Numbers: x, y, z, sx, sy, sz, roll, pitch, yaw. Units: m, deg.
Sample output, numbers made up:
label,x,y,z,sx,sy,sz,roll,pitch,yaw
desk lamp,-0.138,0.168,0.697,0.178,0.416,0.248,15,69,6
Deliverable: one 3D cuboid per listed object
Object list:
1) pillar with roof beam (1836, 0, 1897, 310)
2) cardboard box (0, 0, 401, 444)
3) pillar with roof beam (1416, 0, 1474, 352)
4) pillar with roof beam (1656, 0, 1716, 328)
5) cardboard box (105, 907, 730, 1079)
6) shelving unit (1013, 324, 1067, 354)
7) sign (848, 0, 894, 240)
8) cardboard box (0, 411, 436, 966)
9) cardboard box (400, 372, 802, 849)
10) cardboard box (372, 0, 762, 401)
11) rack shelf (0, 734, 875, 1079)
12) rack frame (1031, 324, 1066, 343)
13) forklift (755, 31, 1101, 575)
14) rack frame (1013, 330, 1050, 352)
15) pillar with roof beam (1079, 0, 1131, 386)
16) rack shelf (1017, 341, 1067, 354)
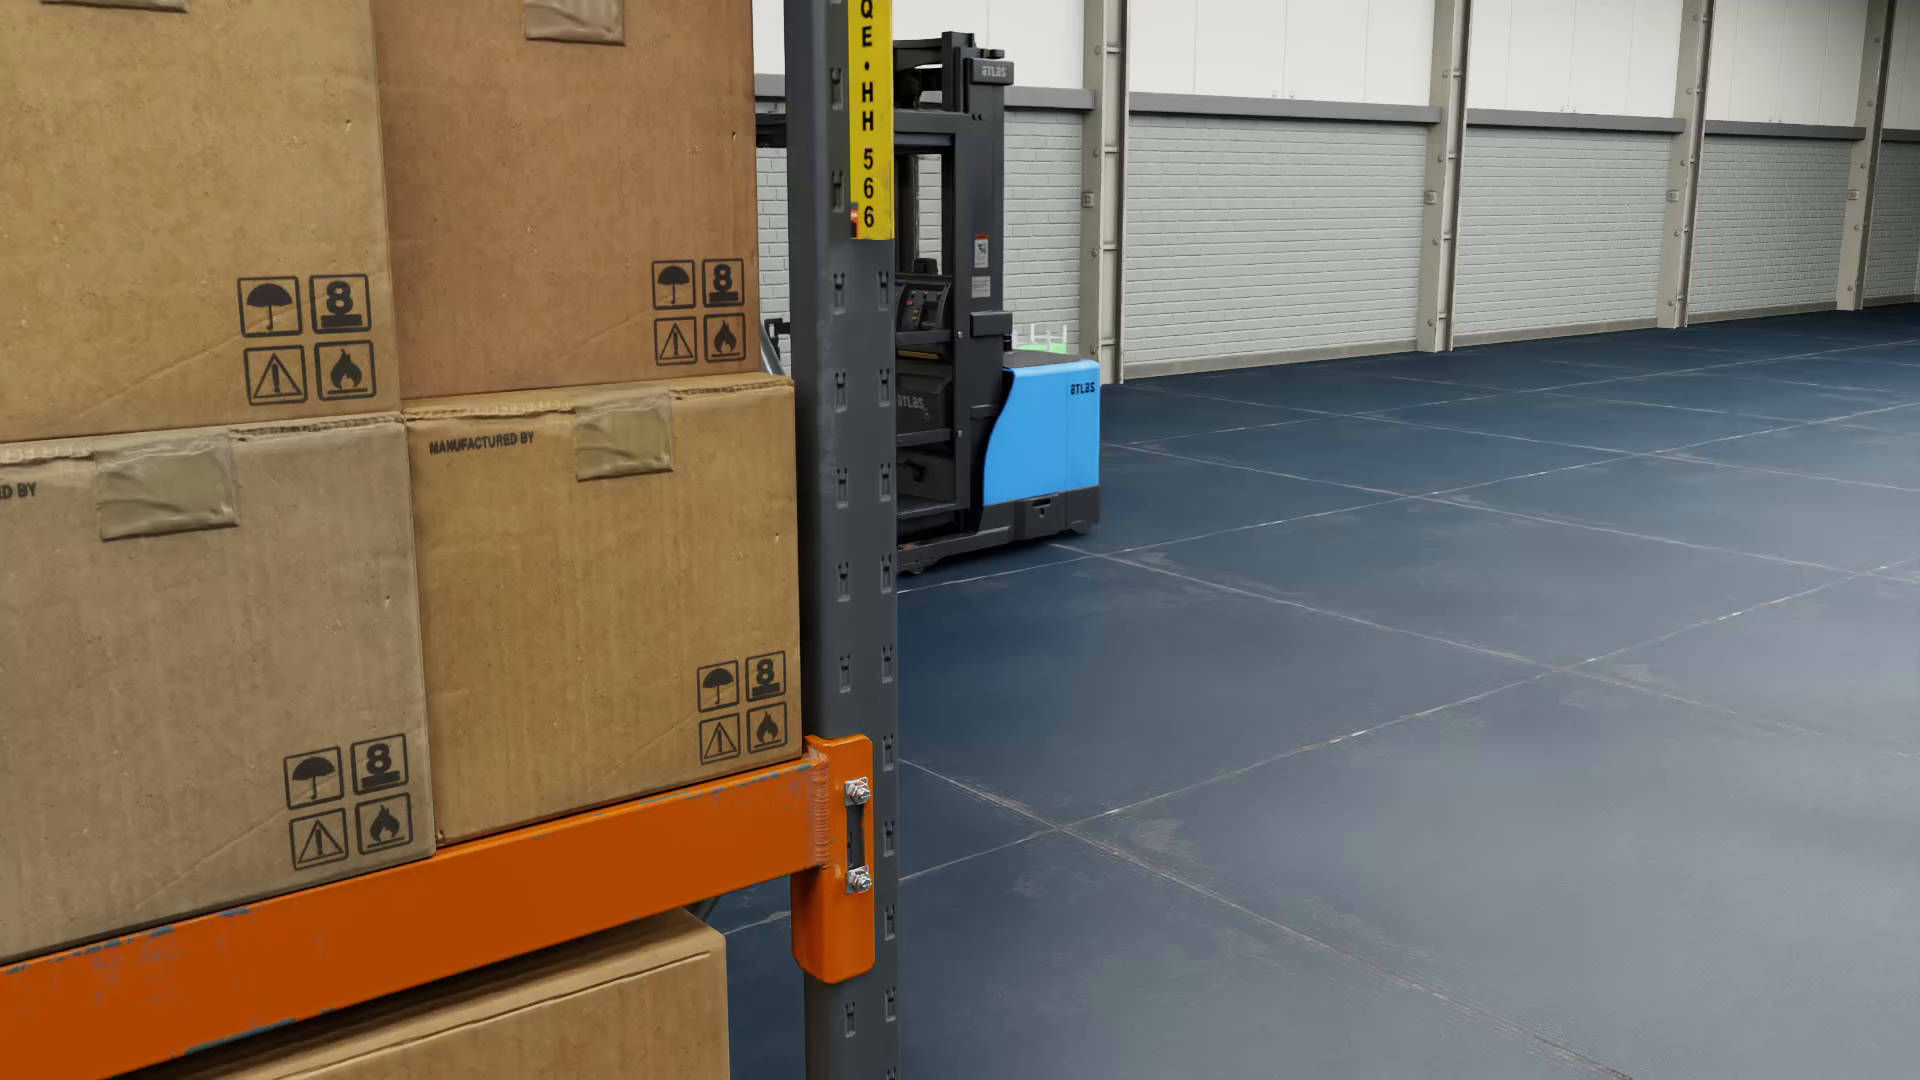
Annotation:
label,x,y,z,sx,sy,sz,roll,pitch,yaw
pillar with roof beam,18.285,-7.751,24.966,0.400,9.000,9.100,-9,15,-38
cardboard box,-1.134,-0.445,2.042,0.550,0.550,0.875,-9,15,-38
pillar with roof beam,8.915,-6.194,17.633,0.400,9.000,9.100,-9,15,-38
pillar with roof beam,13.600,-6.972,21.299,0.400,9.000,9.100,-9,15,-38
cardboard box,-0.936,0.961,2.486,0.875,0.875,0.875,-9,15,-37
shelving unit,0.527,-0.805,11.031,0.258,1.200,0.503,3,12,15
sign,-0.120,-0.564,2.206,0.005,0.325,0.100,-9,15,-38
cardboard box,-1.125,0.085,2.144,0.550,0.550,0.875,-9,15,-38
cardboard box,-0.710,0.011,2.497,0.550,0.550,0.875,-9,15,-38
cardboard box,-0.762,-0.531,2.449,0.550,0.550,0.875,-9,15,-38
rack shelf,-2.010,0.640,1.626,4.000,0.370,1.077,-9,15,-38
rack frame,0.593,-0.854,11.261,0.240,1.200,0.015,3,12,15
forklift,-0.543,-1.339,9.378,3.031,2.935,1.130,-11,16,-42
rack frame,0.462,-0.756,10.801,0.240,1.200,0.015,3,12,15
pillar with roof beam,4.230,-5.415,13.966,0.400,9.000,9.100,-9,15,-38
rack shelf,0.527,-1.212,10.945,0.258,0.148,0.480,3,12,15
